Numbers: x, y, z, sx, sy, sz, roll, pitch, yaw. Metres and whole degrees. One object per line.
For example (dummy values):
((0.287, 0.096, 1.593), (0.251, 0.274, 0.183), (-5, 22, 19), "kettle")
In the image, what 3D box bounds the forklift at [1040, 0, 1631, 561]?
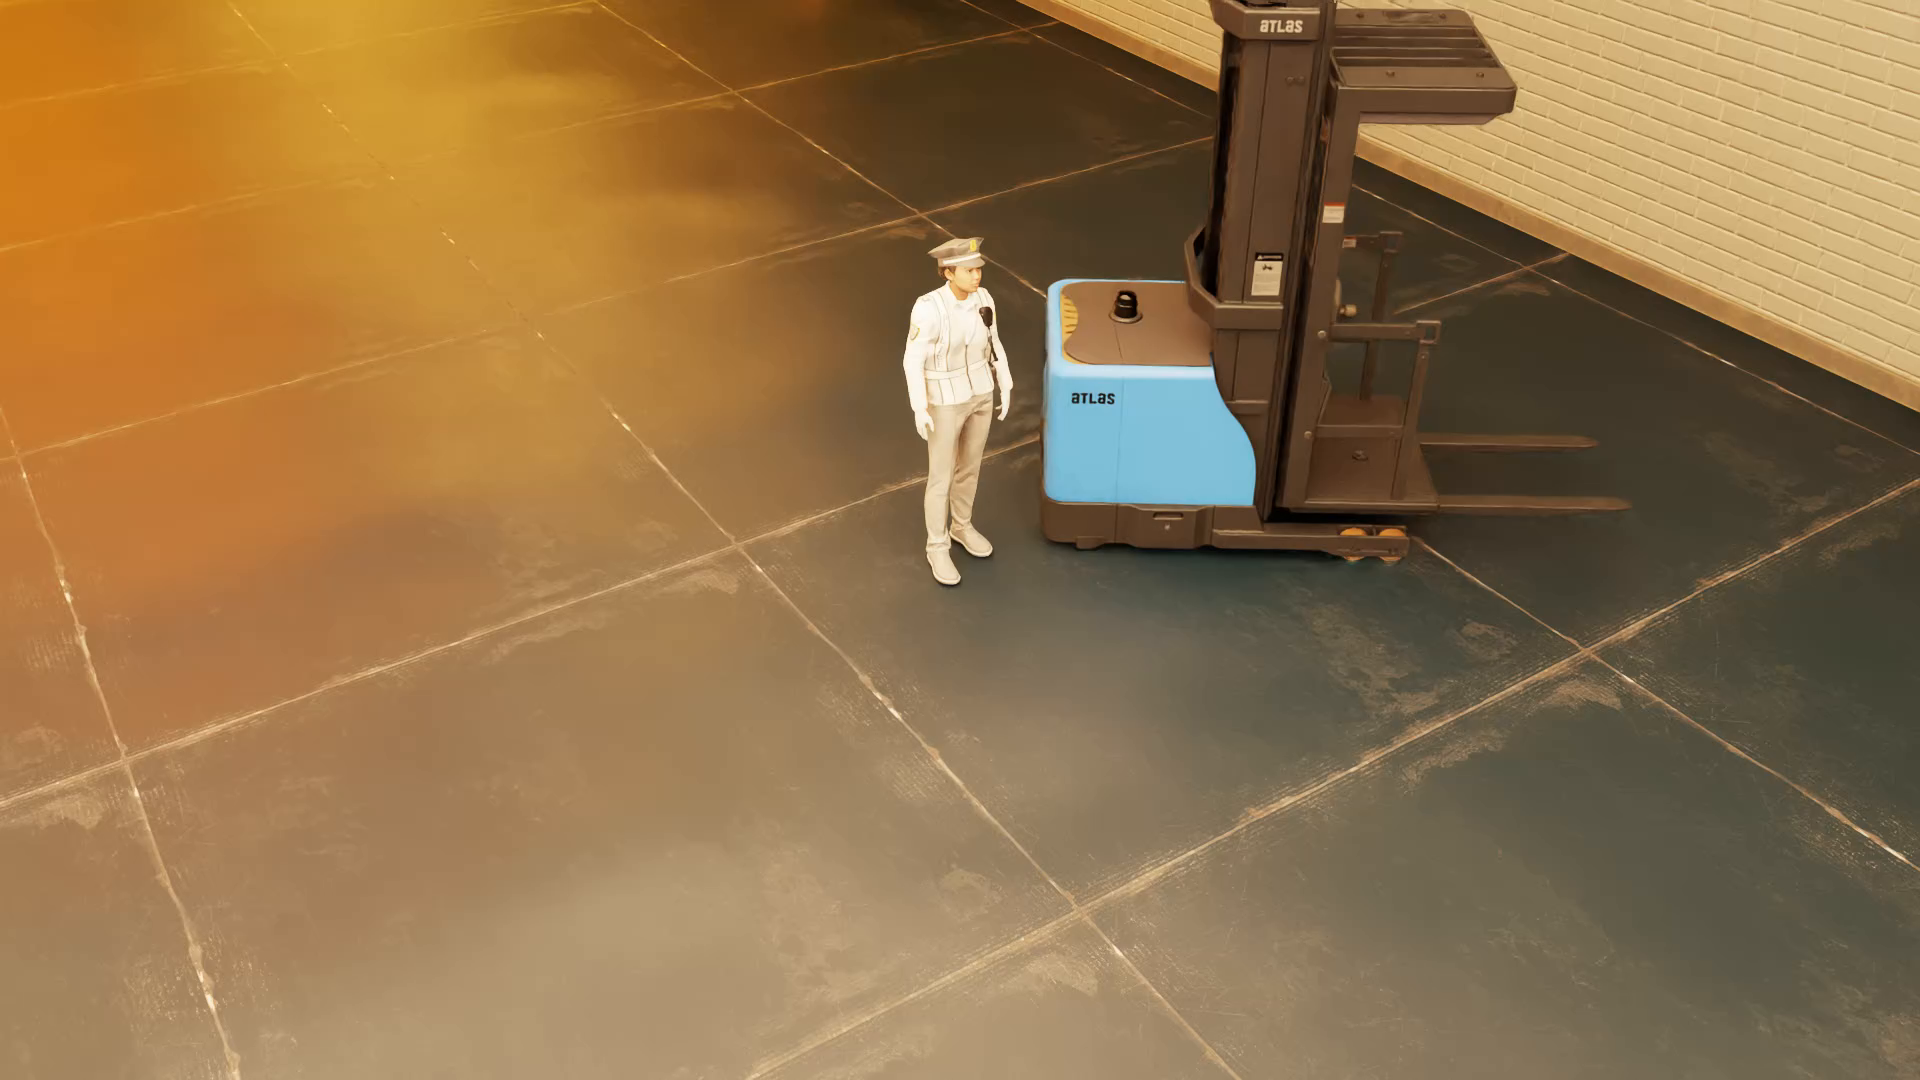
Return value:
((1.949, -1.403, 8.144), (3.031, 2.935, 1.130), (1, 35, 2), "forklift")

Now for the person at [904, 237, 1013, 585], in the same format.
((0.031, -0.664, 8.155), (0.586, 1.694, 0.530), (-21, 40, -27), "person")
